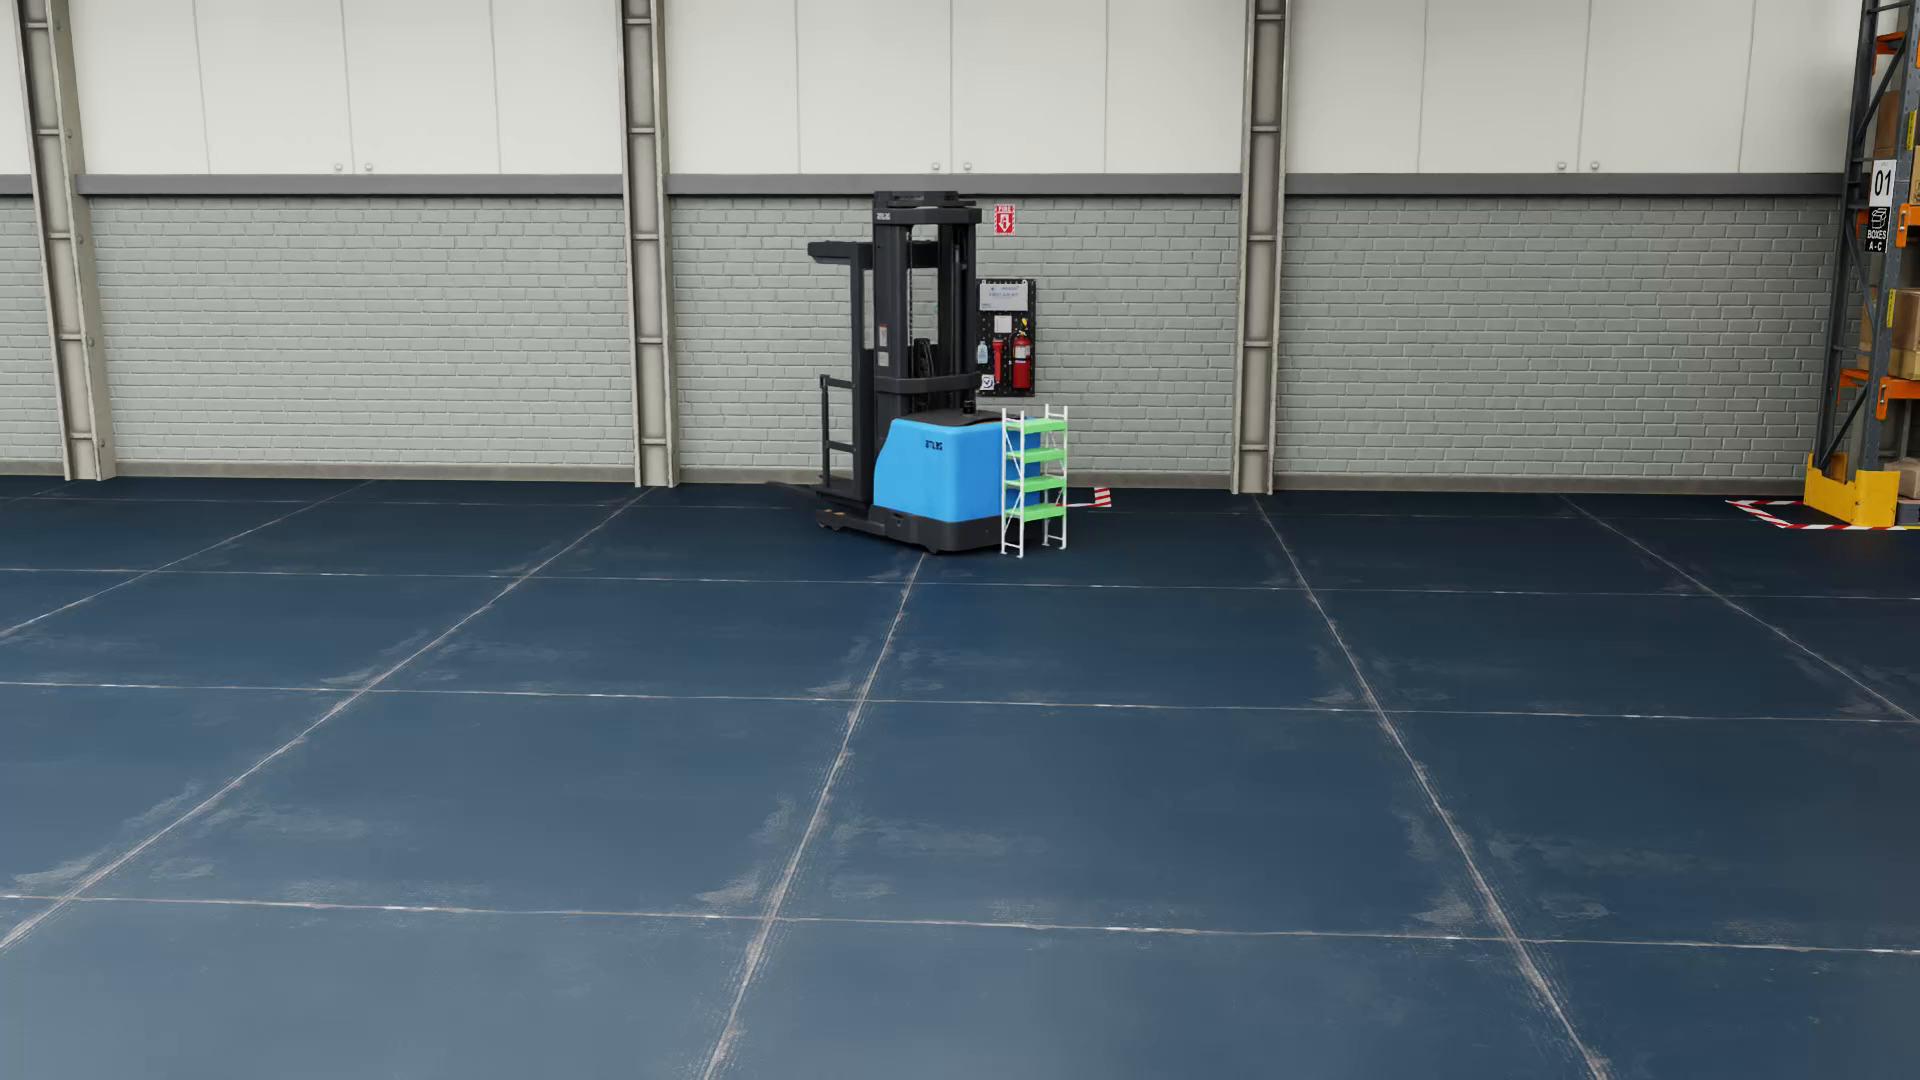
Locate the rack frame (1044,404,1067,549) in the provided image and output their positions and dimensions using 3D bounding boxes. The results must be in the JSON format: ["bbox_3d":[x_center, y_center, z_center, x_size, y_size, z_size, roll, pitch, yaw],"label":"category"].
[{"bbox_3d":[0.797,-0.527,13.857,0.015,1.200,0.240,-10,16,-40],"label":"rack frame"}]

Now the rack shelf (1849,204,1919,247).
[{"bbox_3d":[10.128,-2.792,14.721,4.000,0.370,1.077,1,12,4],"label":"rack shelf"}]

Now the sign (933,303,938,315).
[{"bbox_3d":[-0.101,-2.298,16.546,0.331,0.109,0.001,1,12,4],"label":"sign"}]

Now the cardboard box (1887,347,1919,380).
[{"bbox_3d":[8.599,-1.568,14.757,0.500,0.250,0.500,0,12,2],"label":"cardboard box"}]

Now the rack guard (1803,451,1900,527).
[{"bbox_3d":[8.209,-0.479,15.337,0.348,0.500,1.175,1,12,4],"label":"rack guard"}]

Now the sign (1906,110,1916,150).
[{"bbox_3d":[8.097,-3.489,14.159,0.005,0.325,0.100,1,12,4],"label":"sign"}]

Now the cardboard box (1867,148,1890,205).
[{"bbox_3d":[8.566,-3.276,14.986,0.500,0.500,0.500,2,12,8],"label":"cardboard box"}]

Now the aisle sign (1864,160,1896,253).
[{"bbox_3d":[8.041,-2.916,14.531,0.004,0.787,0.394,1,12,4],"label":"aisle sign"}]

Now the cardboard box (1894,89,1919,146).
[{"bbox_3d":[8.501,-3.665,14.402,0.500,0.500,0.500,0,12,0],"label":"cardboard box"}]

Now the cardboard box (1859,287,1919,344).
[{"bbox_3d":[8.617,-2.044,15.199,0.500,0.500,0.500,1,12,3],"label":"cardboard box"}]

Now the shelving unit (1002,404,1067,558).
[{"bbox_3d":[0.614,-0.494,13.700,0.503,1.200,0.258,-10,16,-40],"label":"shelving unit"}]

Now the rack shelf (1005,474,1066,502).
[{"bbox_3d":[0.614,-0.432,13.713,0.480,0.148,0.258,-10,16,-40],"label":"rack shelf"}]

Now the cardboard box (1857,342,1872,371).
[{"bbox_3d":[8.612,-1.673,15.258,0.500,0.250,0.500,1,12,5],"label":"cardboard box"}]

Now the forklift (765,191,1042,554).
[{"bbox_3d":[-0.632,-1.570,14.616,1.130,2.935,3.031,-10,15,-38],"label":"forklift"}]

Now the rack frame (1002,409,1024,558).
[{"bbox_3d":[0.430,-0.461,13.543,0.015,1.200,0.240,-10,16,-40],"label":"rack frame"}]

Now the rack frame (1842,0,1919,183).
[{"bbox_3d":[8.133,-4.640,14.471,0.127,3.000,1.000,1,12,4],"label":"rack frame"}]

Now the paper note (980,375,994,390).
[{"bbox_3d":[0.267,-1.580,16.645,0.142,0.148,0.016,1,12,4],"label":"paper note"}]

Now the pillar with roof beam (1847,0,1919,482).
[{"bbox_3d":[8.602,-3.928,11.066,0.400,9.000,9.100,1,12,4],"label":"pillar with roof beam"}]

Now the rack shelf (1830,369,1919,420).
[{"bbox_3d":[10.128,-1.324,15.029,4.000,0.370,1.077,1,12,4],"label":"rack shelf"}]

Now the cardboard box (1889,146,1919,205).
[{"bbox_3d":[8.450,-3.175,14.500,0.500,0.500,0.500,1,12,5],"label":"cardboard box"}]

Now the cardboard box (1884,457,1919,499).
[{"bbox_3d":[8.817,-0.575,15.183,0.500,0.311,0.500,-1,12,-3],"label":"cardboard box"}]

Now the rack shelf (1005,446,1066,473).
[{"bbox_3d":[0.614,-0.667,13.664,0.480,0.148,0.258,-10,16,-40],"label":"rack shelf"}]

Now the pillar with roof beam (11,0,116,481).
[{"bbox_3d":[-9.358,-4.174,12.243,0.400,9.000,9.100,1,12,4],"label":"pillar with roof beam"}]

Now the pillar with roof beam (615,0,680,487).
[{"bbox_3d":[-3.372,-4.092,11.851,0.400,9.000,9.100,1,12,4],"label":"pillar with roof beam"}]

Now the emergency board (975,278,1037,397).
[{"bbox_3d":[0.439,-1.994,16.476,0.643,1.169,0.194,1,12,4],"label":"emergency board"}]

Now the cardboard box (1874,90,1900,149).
[{"bbox_3d":[8.581,-3.767,14.891,0.500,0.500,0.500,1,12,6],"label":"cardboard box"}]

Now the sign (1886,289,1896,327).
[{"bbox_3d":[8.097,-2.016,14.467,0.005,0.325,0.100,1,12,4],"label":"sign"}]

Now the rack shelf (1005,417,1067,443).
[{"bbox_3d":[0.614,-0.902,13.615,0.480,0.148,0.258,-10,16,-40],"label":"rack shelf"}]

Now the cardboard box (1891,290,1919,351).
[{"bbox_3d":[8.589,-1.939,14.698,0.500,0.500,0.500,1,12,4],"label":"cardboard box"}]

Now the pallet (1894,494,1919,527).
[{"bbox_3d":[9.017,-0.319,15.279,1.213,0.211,1.003,1,12,4],"label":"pallet"}]

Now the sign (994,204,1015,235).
[{"bbox_3d":[0.438,-3.149,16.337,0.199,0.298,0.001,1,12,4],"label":"sign"}]

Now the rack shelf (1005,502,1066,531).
[{"bbox_3d":[0.614,-0.197,13.762,0.480,0.148,0.258,-10,16,-40],"label":"rack shelf"}]

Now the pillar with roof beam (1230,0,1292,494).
[{"bbox_3d":[2.615,-4.010,11.459,0.400,9.000,9.100,1,12,4],"label":"pillar with roof beam"}]

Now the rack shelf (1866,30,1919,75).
[{"bbox_3d":[10.128,-4.259,14.415,4.000,0.370,1.077,1,12,4],"label":"rack shelf"}]

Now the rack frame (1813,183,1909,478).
[{"bbox_3d":[8.133,-1.704,15.086,0.127,3.000,1.000,1,12,4],"label":"rack frame"}]
